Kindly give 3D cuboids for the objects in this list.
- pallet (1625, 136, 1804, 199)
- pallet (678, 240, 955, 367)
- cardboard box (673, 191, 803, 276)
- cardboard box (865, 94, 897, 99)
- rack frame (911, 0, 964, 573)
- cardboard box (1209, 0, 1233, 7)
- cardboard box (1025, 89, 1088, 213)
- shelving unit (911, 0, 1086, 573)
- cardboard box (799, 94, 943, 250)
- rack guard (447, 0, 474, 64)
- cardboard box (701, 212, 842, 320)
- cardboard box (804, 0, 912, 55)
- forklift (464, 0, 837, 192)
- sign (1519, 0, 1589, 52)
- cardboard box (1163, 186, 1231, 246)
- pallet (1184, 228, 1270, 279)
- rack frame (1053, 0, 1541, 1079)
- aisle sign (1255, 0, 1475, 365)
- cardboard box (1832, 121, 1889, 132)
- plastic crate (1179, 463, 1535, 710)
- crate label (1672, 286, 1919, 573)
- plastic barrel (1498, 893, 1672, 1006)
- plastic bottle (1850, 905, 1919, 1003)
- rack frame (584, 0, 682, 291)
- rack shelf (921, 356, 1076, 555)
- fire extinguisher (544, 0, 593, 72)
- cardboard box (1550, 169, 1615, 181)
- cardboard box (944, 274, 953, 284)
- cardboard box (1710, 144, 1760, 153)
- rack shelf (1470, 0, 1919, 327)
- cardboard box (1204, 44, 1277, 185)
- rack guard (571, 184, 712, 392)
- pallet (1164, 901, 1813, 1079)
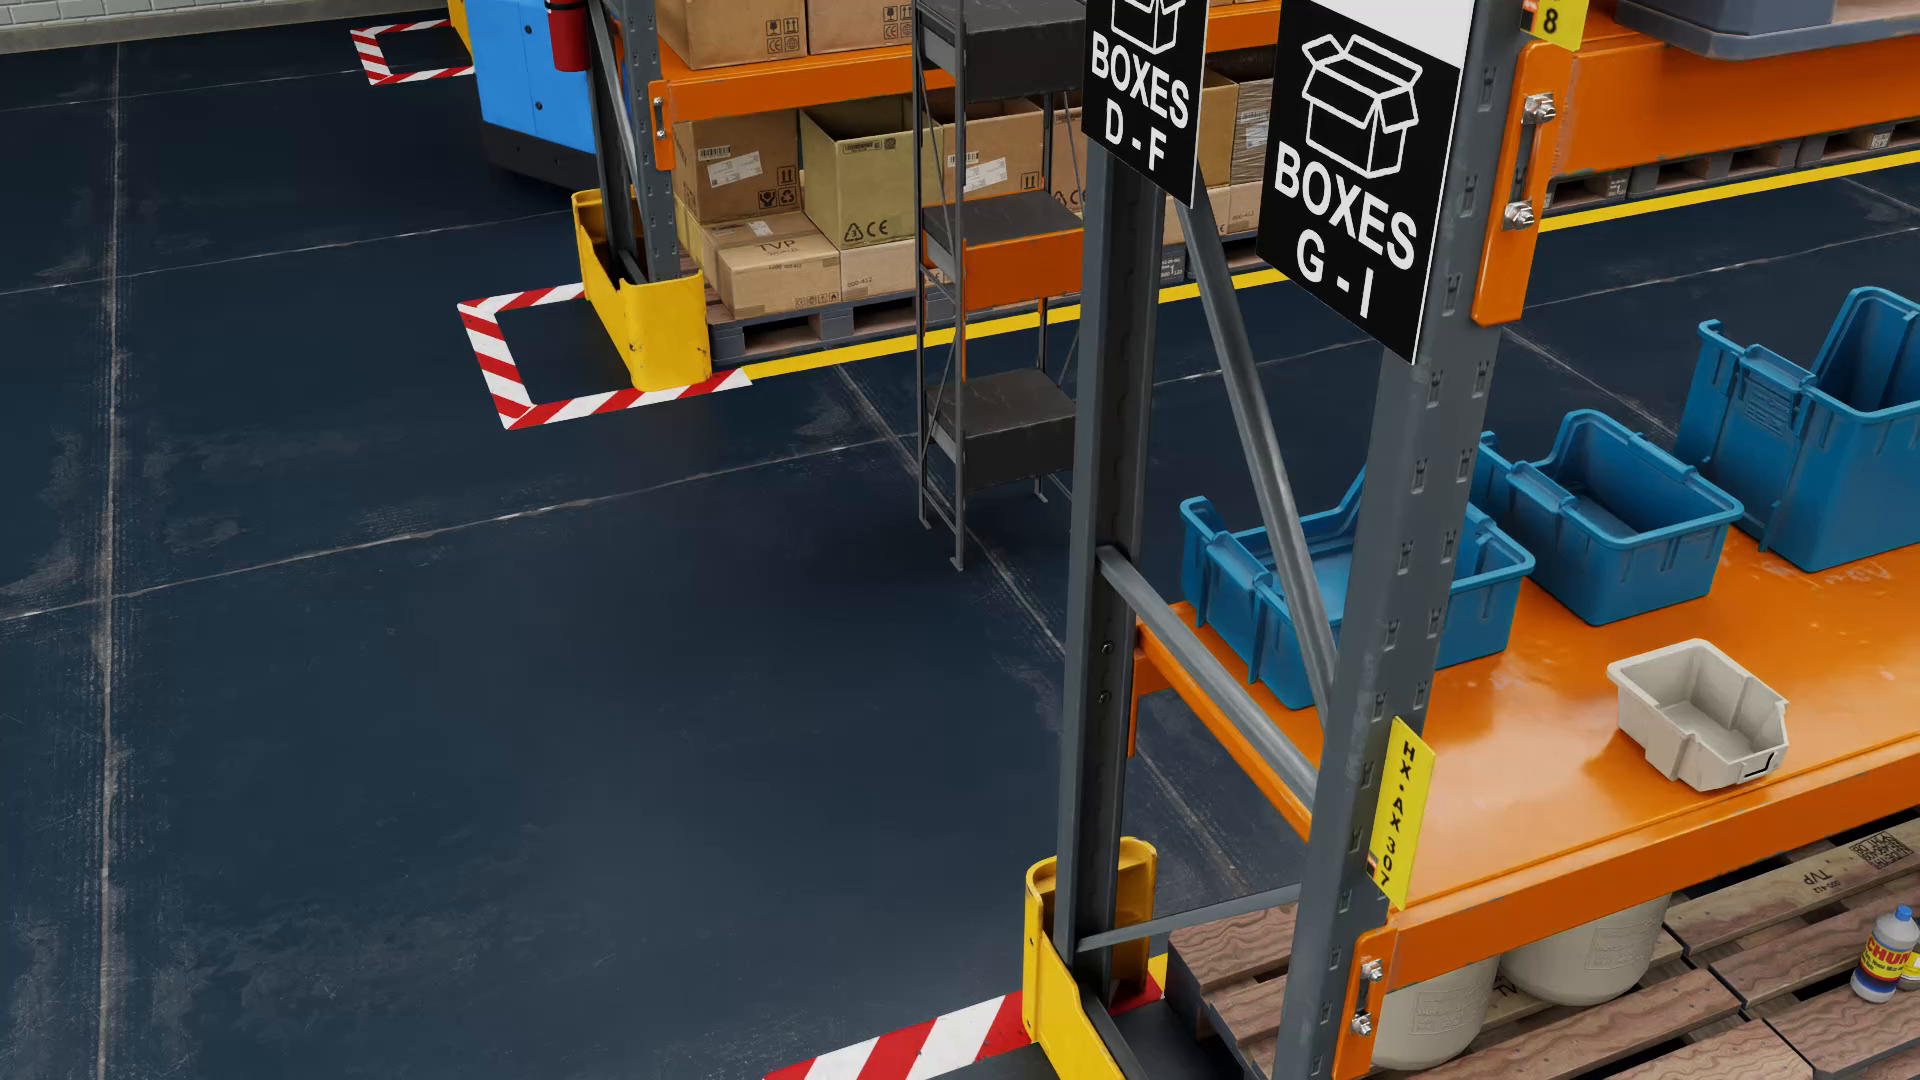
[{"bbox_3d":[4.039,-2.335,9.645,1.213,0.211,1.003,-13,35,-19],"label":"pallet"},{"bbox_3d":[-0.751,-1.238,7.960,1.213,0.211,1.003,-13,35,-19],"label":"pallet"},{"bbox_3d":[-1.060,-1.510,7.956,0.500,0.250,0.500,-13,35,-19],"label":"cardboard box"},{"bbox_3d":[-0.145,-2.044,8.089,0.500,0.500,0.500,-13,35,-19],"label":"cardboard box"},{"bbox_3d":[-0.072,-0.864,5.652,0.015,2.100,0.400,-13,35,-19],"label":"rack frame"},{"bbox_3d":[0.893,-2.796,7.704,0.500,0.500,0.700,-12,35,-18],"label":"cardboard box"},{"bbox_3d":[0.525,-1.879,7.836,0.500,0.500,0.500,-13,35,-19],"label":"cardboard box"},{"bbox_3d":[0.153,-0.915,5.731,0.503,2.100,0.431,-13,35,-19],"label":"shelving unit"},{"bbox_3d":[-0.399,-1.670,7.515,0.500,0.500,0.500,-13,35,-19],"label":"cardboard box"},{"bbox_3d":[-3.291,-3.683,11.452,0.348,0.500,1.175,-13,35,-19],"label":"rack guard"},{"bbox_3d":[-0.860,-1.249,7.556,0.500,0.250,0.500,-13,35,-19],"label":"cardboard box"},{"bbox_3d":[-0.522,-2.472,7.207,0.500,0.500,0.700,-12,35,-18],"label":"cardboard box"},{"bbox_3d":[-1.402,-3.815,9.426,1.130,2.935,3.031,22,39,30],"label":"forklift"},{"bbox_3d":[0.683,-0.716,1.842,0.005,0.325,0.100,-13,35,-19],"label":"sign"},{"bbox_3d":[0.985,-1.671,8.204,0.500,0.250,0.500,-13,35,-19],"label":"cardboard box"},{"bbox_3d":[1.499,-1.754,8.751,1.213,0.211,1.003,-13,35,-19],"label":"pallet"},{"bbox_3d":[0.474,0.267,3.089,0.127,3.000,1.000,-13,35,-19],"label":"rack frame"},{"bbox_3d":[0.521,-0.660,2.130,0.004,0.787,0.394,-13,35,-19],"label":"aisle sign"},{"bbox_3d":[5.072,-2.593,9.621,0.500,0.250,0.500,-13,35,-19],"label":"cardboard box"},{"bbox_3d":[0.820,0.073,3.523,0.616,0.251,0.499,-13,35,-19],"label":"plastic crate"},{"bbox_3d":[2.066,-0.272,3.886,0.616,0.435,0.502,-13,35,-19],"label":"crate label"},{"bbox_3d":[1.513,0.851,4.088,0.421,0.512,0.421,0,33,0],"label":"plastic barrel"},{"bbox_3d":[2.266,1.000,4.061,0.097,0.271,0.097,0,33,0],"label":"plastic bottle"},{"bbox_3d":[-1.440,-2.225,6.919,0.127,3.000,1.000,-13,35,-19],"label":"rack frame"},{"bbox_3d":[0.153,-0.317,6.120,0.480,0.518,0.431,-13,35,-19],"label":"rack shelf"},{"bbox_3d":[-1.729,-2.401,7.260,0.183,0.674,0.296,-13,35,-19],"label":"fire extinguisher"},{"bbox_3d":[3.188,-2.160,8.956,0.500,0.250,0.500,-12,35,-18],"label":"cardboard box"},{"bbox_3d":[0.061,-1.462,7.883,0.500,0.250,0.500,-13,35,-19],"label":"cardboard box"},{"bbox_3d":[4.134,-2.378,9.291,0.500,0.250,0.500,-12,35,-18],"label":"cardboard box"},{"bbox_3d":[2.318,-1.111,3.116,4.000,0.370,1.077,-13,35,-19],"label":"rack shelf"},{"bbox_3d":[1.440,-2.099,8.175,0.500,0.500,0.500,-13,35,-19],"label":"cardboard box"},{"bbox_3d":[-1.462,-1.172,7.592,0.348,0.500,1.175,-13,35,-19],"label":"rack guard"},{"bbox_3d":[1.277,1.227,4.170,1.213,0.211,1.003,-13,35,-19],"label":"pallet"}]
